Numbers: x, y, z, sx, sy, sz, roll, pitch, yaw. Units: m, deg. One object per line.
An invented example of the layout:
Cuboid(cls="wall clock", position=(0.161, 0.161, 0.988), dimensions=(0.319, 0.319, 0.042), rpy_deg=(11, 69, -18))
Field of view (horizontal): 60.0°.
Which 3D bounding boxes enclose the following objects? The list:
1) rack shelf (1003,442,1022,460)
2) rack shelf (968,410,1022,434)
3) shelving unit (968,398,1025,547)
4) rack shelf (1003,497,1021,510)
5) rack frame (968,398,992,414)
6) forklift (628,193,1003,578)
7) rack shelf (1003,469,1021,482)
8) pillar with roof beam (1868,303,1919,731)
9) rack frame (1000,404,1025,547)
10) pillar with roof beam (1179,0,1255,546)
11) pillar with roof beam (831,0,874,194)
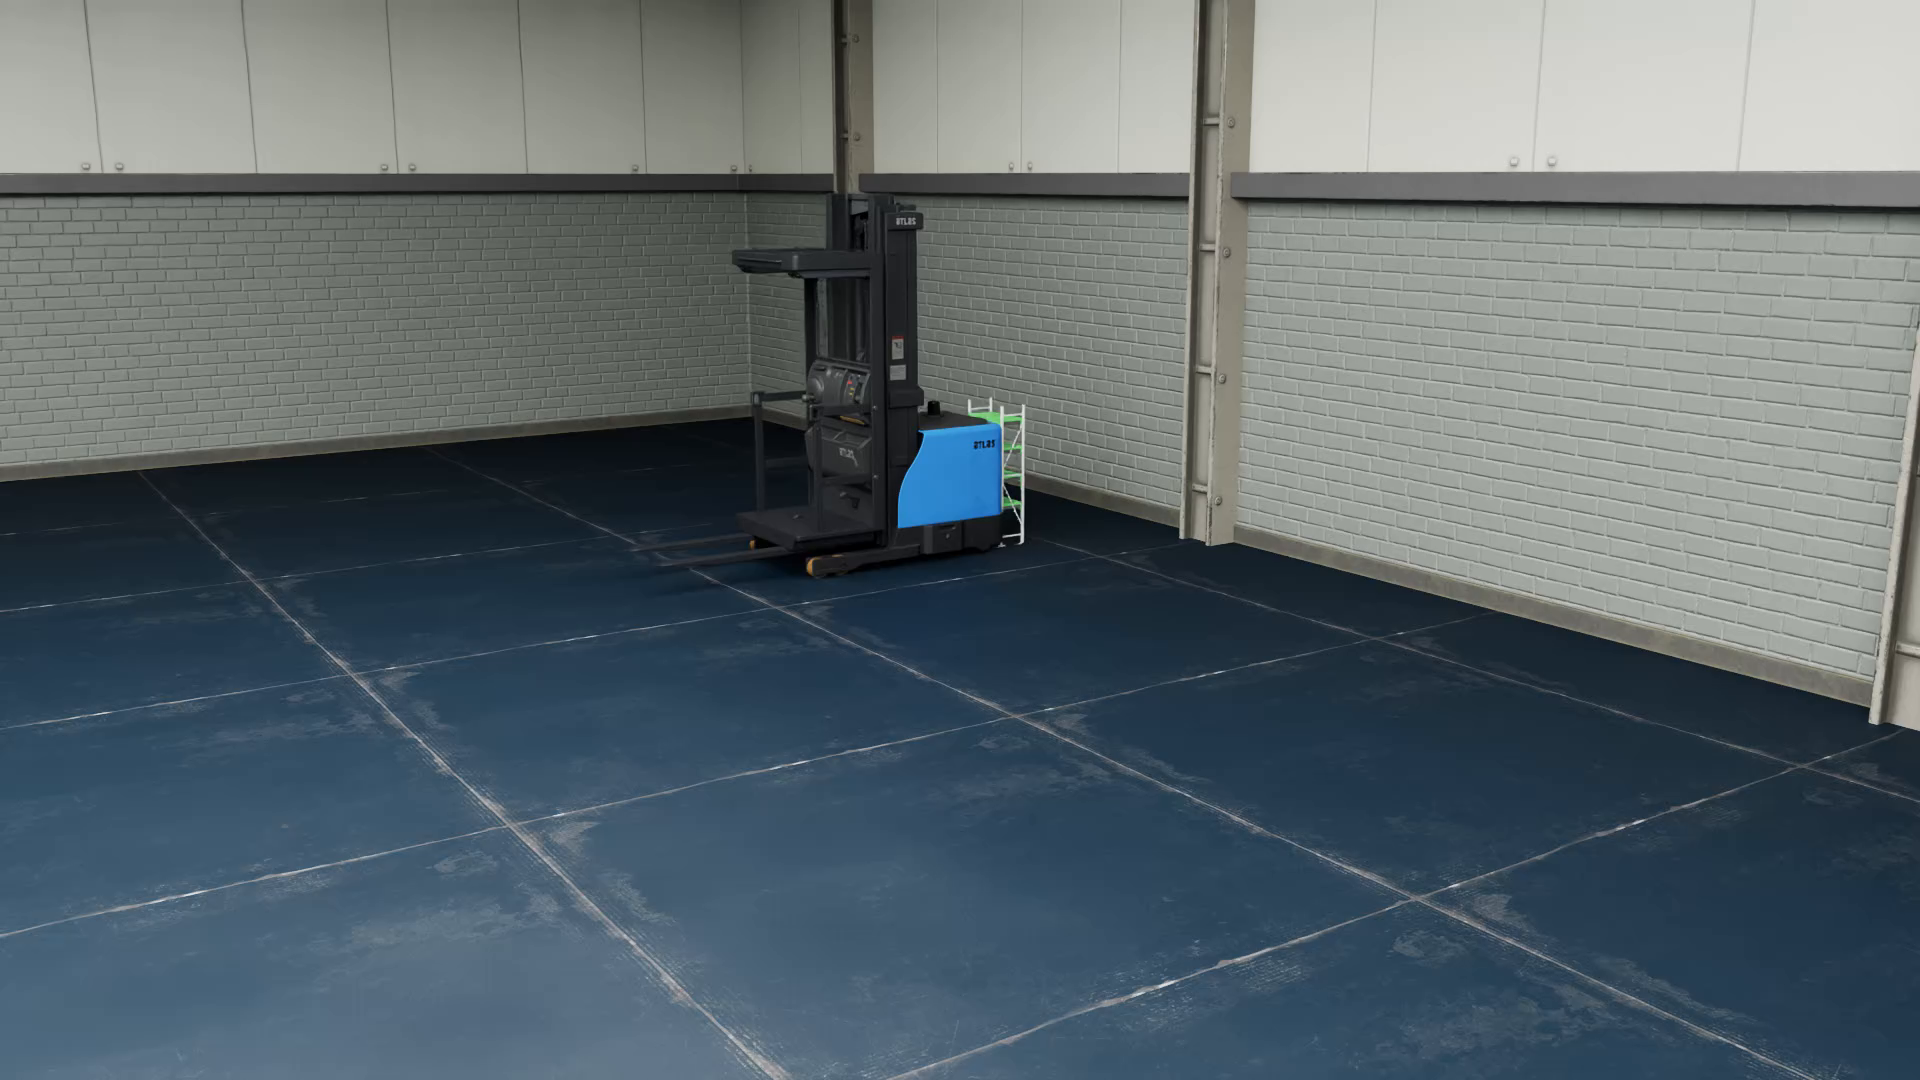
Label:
Cuboid(cls="rack shelf", position=(0.307, -0.760, 14.201), dimensions=(0.258, 0.148, 0.480), rpy_deg=(-8, 15, -33))
Cuboid(cls="rack shelf", position=(0.307, -0.994, 14.150), dimensions=(0.258, 0.148, 0.480), rpy_deg=(-8, 15, -33))
Cuboid(cls="shelving unit", position=(0.307, -0.587, 14.238), dimensions=(0.258, 1.200, 0.503), rpy_deg=(-8, 15, -33))
Cuboid(cls="rack shelf", position=(0.306, -0.290, 14.303), dimensions=(0.258, 0.148, 0.480), rpy_deg=(-8, 15, -33))
Cuboid(cls="rack frame", position=(0.172, -0.631, 14.437), dimensions=(0.240, 1.200, 0.015), rpy_deg=(-8, 15, -33))
Cuboid(cls="forklift", position=(-1.152, -1.260, 13.261), dimensions=(3.031, 2.935, 1.130), rpy_deg=(-8, 15, -33))
Cuboid(cls="rack shelf", position=(0.307, -0.525, 14.252), dimensions=(0.258, 0.148, 0.480), rpy_deg=(-8, 15, -33))
Cuboid(cls="pillar with roof beam", position=(1.879, -2.822, 6.200), dimensions=(9.100, 9.000, 0.400), rpy_deg=(-8, 15, -33))
Cuboid(cls="rack frame", position=(0.441, -0.544, 14.039), dimensions=(0.240, 1.200, 0.015), rpy_deg=(-8, 15, -33))
Cuboid(cls="pillar with roof beam", position=(-1.446, -3.889, 11.080), dimensions=(9.100, 9.000, 0.400), rpy_deg=(-8, 15, -33))
Cuboid(cls="pillar with roof beam", position=(-4.770, -4.956, 15.960), dimensions=(9.100, 9.000, 0.400), rpy_deg=(-8, 15, -33))
